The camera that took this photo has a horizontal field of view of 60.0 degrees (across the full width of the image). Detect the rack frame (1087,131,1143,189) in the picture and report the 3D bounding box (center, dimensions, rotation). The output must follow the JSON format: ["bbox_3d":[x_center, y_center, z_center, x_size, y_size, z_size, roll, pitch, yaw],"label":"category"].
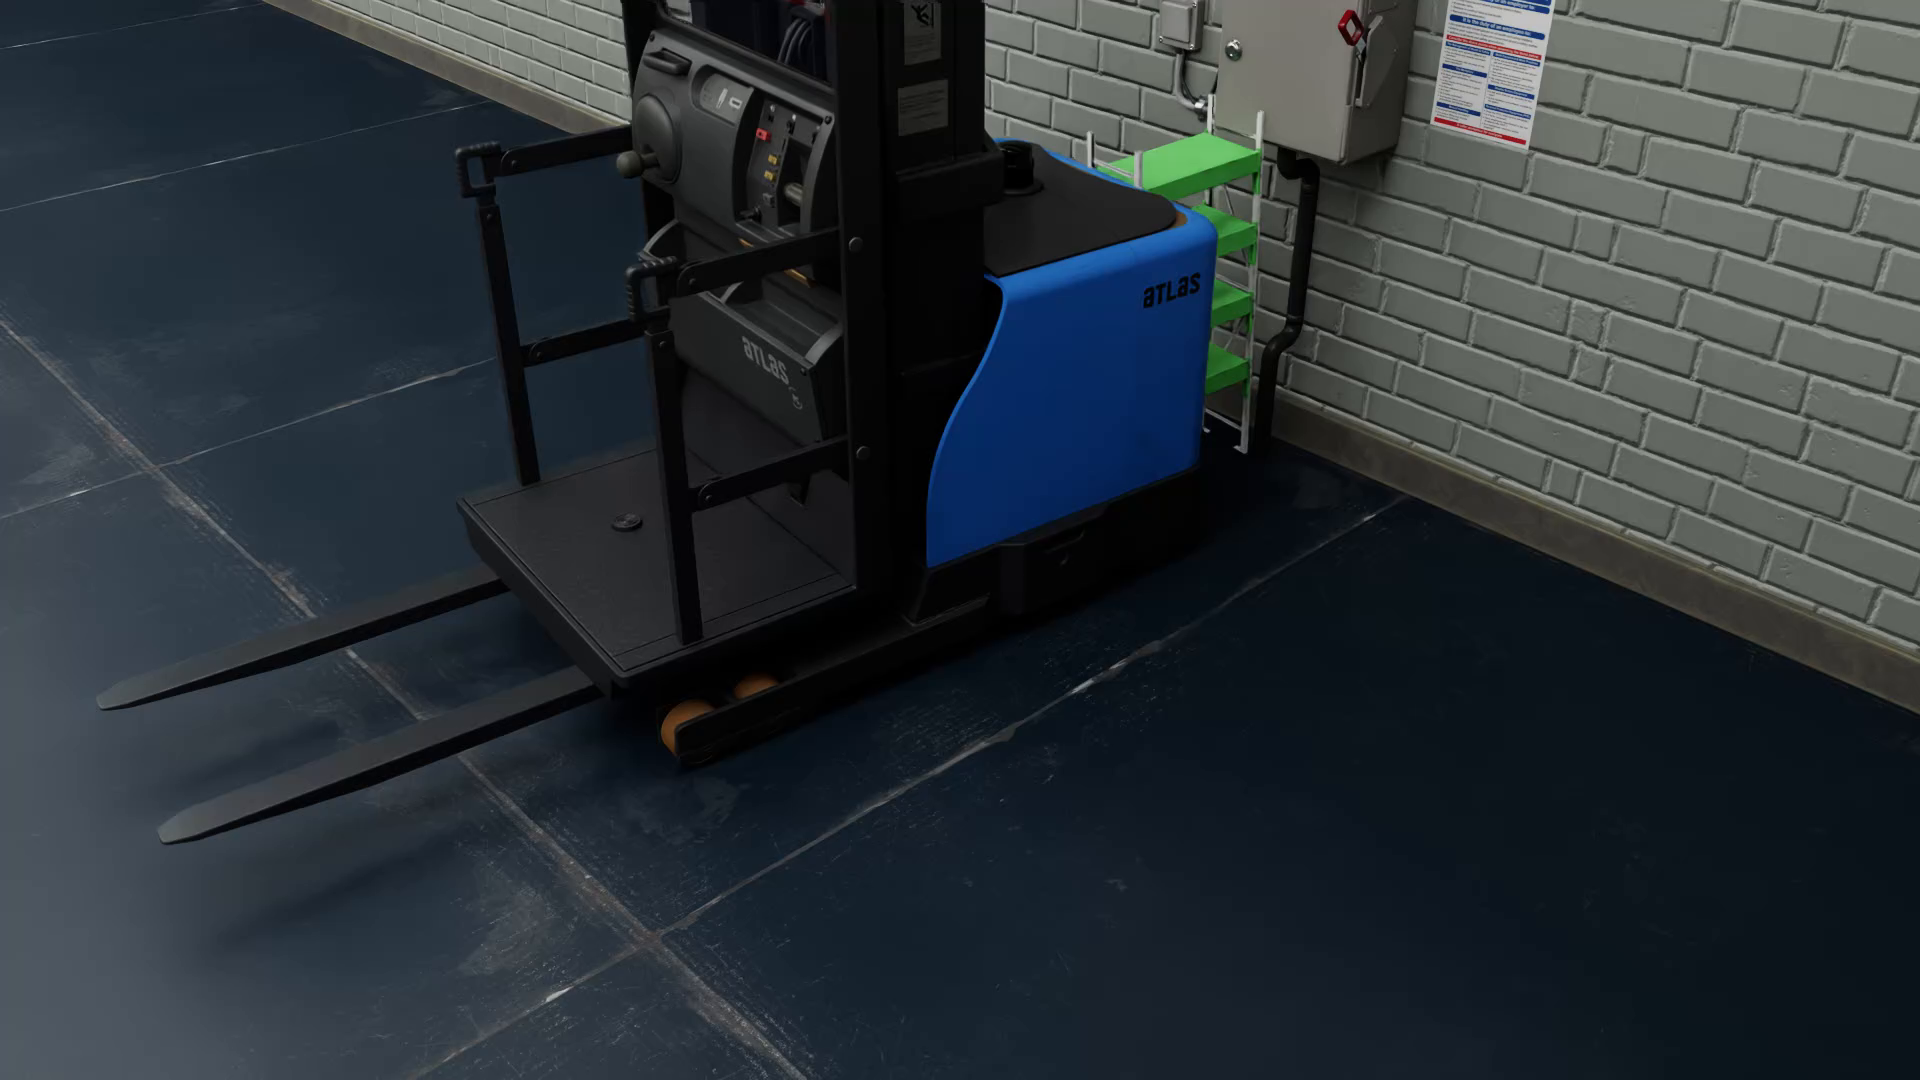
[{"bbox_3d":[0.486,-0.675,5.236,0.015,1.200,0.240,-23,38,-27],"label":"rack frame"}]

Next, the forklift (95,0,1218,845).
[{"bbox_3d":[-0.749,-0.985,4.051,3.031,2.935,1.130,-21,37,-30],"label":"forklift"}]

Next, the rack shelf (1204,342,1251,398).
[{"bbox_3d":[0.699,-0.508,5.516,0.480,0.148,0.258,-23,38,-27],"label":"rack shelf"}]

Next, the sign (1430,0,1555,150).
[{"bbox_3d":[1.517,-1.392,4.742,0.001,0.494,0.329,-26,40,-35],"label":"sign"}]

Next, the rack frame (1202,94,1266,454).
[{"bbox_3d":[0.883,-0.848,5.461,0.015,1.200,0.240,-23,38,-27],"label":"rack frame"}]

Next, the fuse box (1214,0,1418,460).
[{"bbox_3d":[1.030,-0.998,5.243,0.414,1.711,0.539,-26,40,-35],"label":"fuse box"}]

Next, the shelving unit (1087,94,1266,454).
[{"bbox_3d":[0.684,-0.761,5.348,0.503,1.200,0.258,-23,38,-27],"label":"shelving unit"}]

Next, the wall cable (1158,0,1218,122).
[{"bbox_3d":[0.681,-2.298,5.160,0.122,1.984,0.588,-26,40,-35],"label":"wall cable"}]

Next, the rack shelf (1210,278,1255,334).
[{"bbox_3d":[0.688,-0.708,5.383,0.480,0.148,0.258,-23,38,-27],"label":"rack shelf"}]

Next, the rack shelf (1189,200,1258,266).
[{"bbox_3d":[0.676,-0.908,5.251,0.480,0.148,0.258,-23,38,-27],"label":"rack shelf"}]

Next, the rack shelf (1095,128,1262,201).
[{"bbox_3d":[0.664,-1.108,5.119,0.480,0.148,0.258,-23,38,-27],"label":"rack shelf"}]
